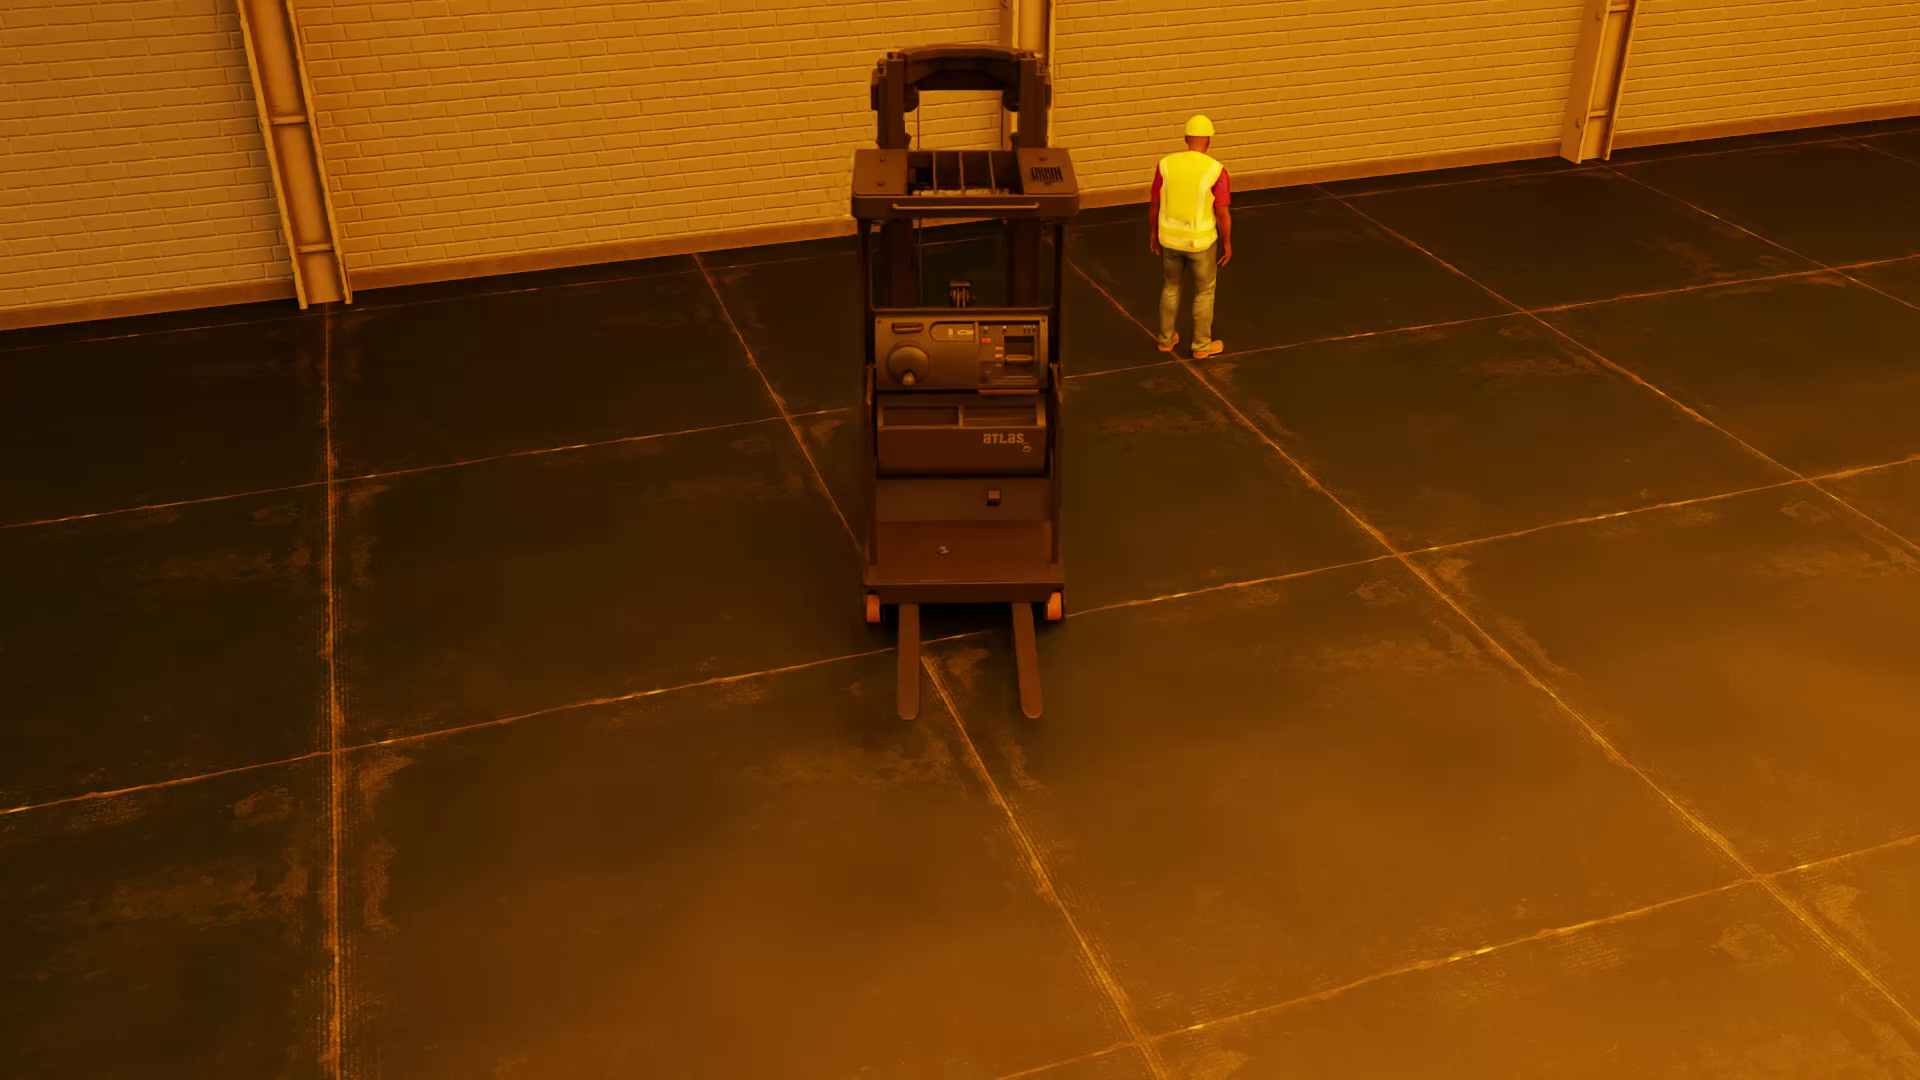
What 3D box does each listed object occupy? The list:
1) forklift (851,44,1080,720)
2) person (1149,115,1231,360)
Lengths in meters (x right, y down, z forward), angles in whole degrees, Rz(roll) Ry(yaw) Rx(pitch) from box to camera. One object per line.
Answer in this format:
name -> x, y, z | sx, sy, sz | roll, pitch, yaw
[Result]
forklift -> 0.016, -0.966, 8.766 | 1.130, 2.935, 3.031 | -1, 30, -1
person -> 1.676, -2.196, 12.083 | 0.626, 1.759, 0.462 | 16, 34, 26
